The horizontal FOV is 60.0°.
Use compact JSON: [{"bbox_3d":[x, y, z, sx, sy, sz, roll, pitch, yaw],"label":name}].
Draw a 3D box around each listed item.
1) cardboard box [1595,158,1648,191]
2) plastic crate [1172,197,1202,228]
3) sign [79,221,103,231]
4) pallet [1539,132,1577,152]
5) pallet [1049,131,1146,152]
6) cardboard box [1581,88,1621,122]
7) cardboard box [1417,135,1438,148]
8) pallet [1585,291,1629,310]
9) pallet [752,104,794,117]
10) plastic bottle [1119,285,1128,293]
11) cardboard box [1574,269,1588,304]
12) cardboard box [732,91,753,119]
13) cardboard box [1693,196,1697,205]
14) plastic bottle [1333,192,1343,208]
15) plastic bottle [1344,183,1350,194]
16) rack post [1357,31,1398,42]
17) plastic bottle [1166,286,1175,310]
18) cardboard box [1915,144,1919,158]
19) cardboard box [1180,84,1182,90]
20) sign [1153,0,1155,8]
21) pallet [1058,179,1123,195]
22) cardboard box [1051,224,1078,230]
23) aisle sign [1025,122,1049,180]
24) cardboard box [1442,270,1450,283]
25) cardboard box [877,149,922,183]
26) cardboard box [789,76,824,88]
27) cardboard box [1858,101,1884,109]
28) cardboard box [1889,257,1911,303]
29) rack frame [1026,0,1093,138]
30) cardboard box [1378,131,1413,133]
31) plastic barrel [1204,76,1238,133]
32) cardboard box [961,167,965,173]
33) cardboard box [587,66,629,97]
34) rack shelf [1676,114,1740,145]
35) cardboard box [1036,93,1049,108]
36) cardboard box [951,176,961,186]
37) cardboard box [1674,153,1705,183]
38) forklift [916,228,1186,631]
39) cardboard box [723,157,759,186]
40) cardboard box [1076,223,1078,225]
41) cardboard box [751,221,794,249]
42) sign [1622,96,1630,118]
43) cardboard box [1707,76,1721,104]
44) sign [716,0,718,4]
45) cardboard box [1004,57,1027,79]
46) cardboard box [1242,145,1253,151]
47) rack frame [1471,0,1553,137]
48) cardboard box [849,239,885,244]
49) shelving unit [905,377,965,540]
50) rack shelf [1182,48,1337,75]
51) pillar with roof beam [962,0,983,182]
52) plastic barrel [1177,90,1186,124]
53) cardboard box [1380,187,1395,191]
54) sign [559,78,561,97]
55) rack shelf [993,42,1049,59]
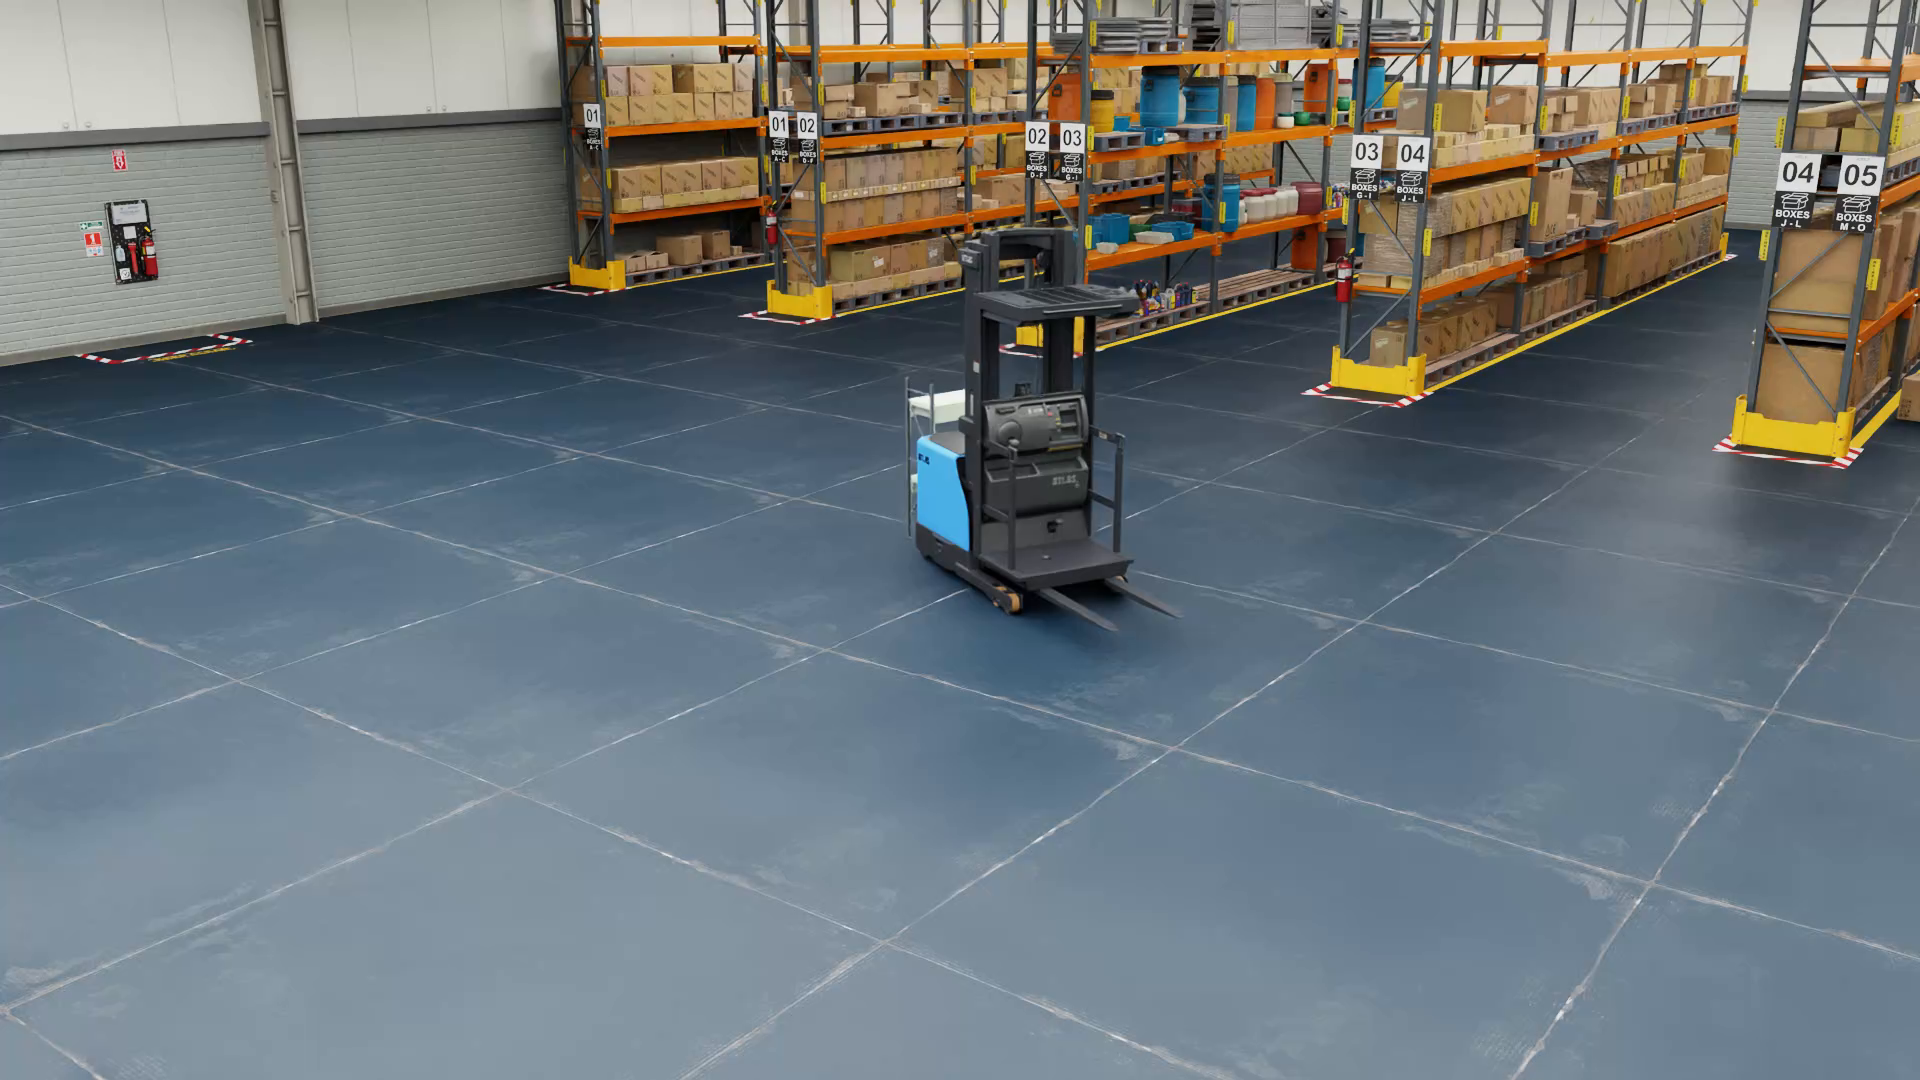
[{"bbox_3d":[11.355,-6.294,28.601,0.797,0.503,0.637,13,22,36],"label":"cardboard box"},{"bbox_3d":[3.803,-5.403,27.483,0.402,0.464,0.583,12,21,35],"label":"plastic crate"},{"bbox_3d":[-12.338,-4.466,23.619,0.001,0.109,0.331,12,21,35],"label":"sign"},{"bbox_3d":[8.191,-5.799,24.125,1.213,0.211,1.003,12,21,35],"label":"pallet"},{"bbox_3d":[1.948,-5.772,24.041,1.003,0.211,1.213,12,21,35],"label":"pallet"},{"bbox_3d":[10.038,-6.842,26.155,0.500,0.500,0.500,13,22,36],"label":"cardboard box"},{"bbox_3d":[5.704,-4.951,20.659,0.380,0.149,0.250,12,21,34],"label":"cardboard box"},{"bbox_3d":[10.652,-4.123,28.172,1.003,0.211,1.213,12,21,35],"label":"pallet"},{"bbox_3d":[-3.743,-8.425,32.580,1.213,0.211,1.003,12,21,35],"label":"pallet"},{"bbox_3d":[2.580,-3.883,26.421,0.144,0.351,0.185,12,21,34],"label":"plastic bottle"},{"bbox_3d":[9.738,-4.134,26.977,0.700,0.500,0.500,11,20,32],"label":"cardboard box"},{"bbox_3d":[-4.300,-8.279,31.592,0.500,0.500,0.500,13,22,36],"label":"cardboard box"},{"bbox_3d":[13.569,-6.374,31.142,0.380,0.149,0.250,12,21,34],"label":"cardboard box"},{"bbox_3d":[6.937,-6.253,30.536,0.152,0.276,0.135,12,21,35],"label":"plastic bottle"},{"bbox_3d":[7.516,-6.759,32.166,0.152,0.276,0.135,12,21,35],"label":"plastic bottle"},{"bbox_3d":[7.423,-9.230,30.643,0.937,0.300,0.954,15,23,40],"label":"rack post"},{"bbox_3d":[3.301,-3.821,26.222,0.144,0.351,0.185,12,21,34],"label":"plastic bottle"},{"bbox_3d":[10.792,-4.481,19.112,0.380,0.149,0.250,12,21,35],"label":"cardboard box"},{"bbox_3d":[5.040,-9.656,35.639,0.500,0.250,0.500,12,21,35],"label":"cardboard box"},{"bbox_3d":[4.126,-11.434,35.187,0.100,0.325,0.005,12,21,35],"label":"sign"},{"bbox_3d":[2.515,-7.114,33.425,1.213,0.211,1.003,12,21,35],"label":"pallet"},{"bbox_3d":[2.053,-6.019,32.557,0.500,0.311,0.500,13,22,36],"label":"cardboard box"},{"bbox_3d":[1.096,-5.527,23.608,0.394,0.787,0.004,12,21,35],"label":"aisle sign"},{"bbox_3d":[6.174,-3.457,21.749,0.380,0.149,0.250,12,21,35],"label":"cardboard box"},{"bbox_3d":[-1.074,-6.400,28.446,0.700,0.500,0.500,12,21,35],"label":"cardboard box"},{"bbox_3d":[-3.071,-9.044,33.382,0.500,0.500,0.500,12,21,33],"label":"cardboard box"},{"bbox_3d":[11.171,-5.342,20.540,0.380,0.149,0.250,13,21,35],"label":"cardboard box"},{"bbox_3d":[11.141,-3.274,20.482,0.875,0.550,0.550,12,21,35],"label":"cardboard box"},{"bbox_3d":[1.377,-7.115,22.990,1.000,3.000,0.127,12,21,35],"label":"rack frame"},{"bbox_3d":[5.594,-5.174,21.375,0.380,0.149,0.250,11,21,32],"label":"cardboard box"},{"bbox_3d":[4.279,-7.190,27.443,0.600,0.901,0.600,0,17,0],"label":"plastic barrel"},{"bbox_3d":[-0.035,-8.380,37.569,0.380,0.149,0.250,12,21,35],"label":"cardboard box"},{"bbox_3d":[-6.155,-8.017,29.063,0.500,0.500,0.500,11,20,31],"label":"cardboard box"},{"bbox_3d":[13.696,-7.799,31.460,1.077,0.370,4.000,12,21,35],"label":"rack shelf"},{"bbox_3d":[1.645,-8.347,31.559,0.500,0.250,0.500,13,22,36],"label":"cardboard box"},{"bbox_3d":[-0.206,-6.334,29.327,0.380,0.149,0.250,12,21,35],"label":"cardboard box"},{"bbox_3d":[13.601,-6.971,31.128,0.500,0.500,0.500,12,21,33],"label":"cardboard box"},{"bbox_3d":[0.728,-0.959,13.395,1.130,2.935,3.031,-9,19,-26],"label":"forklift"},{"bbox_3d":[-4.229,-7.083,31.954,0.500,0.500,0.500,12,21,35],"label":"cardboard box"},{"bbox_3d":[2.669,-6.106,33.329,0.500,0.500,0.500,14,22,37],"label":"cardboard box"},{"bbox_3d":[-3.771,-6.148,33.464,0.700,0.500,0.500,13,22,37],"label":"cardboard box"},{"bbox_3d":[10.556,-6.864,26.365,0.100,0.325,0.005,12,21,35],"label":"sign"},{"bbox_3d":[14.189,-8.669,32.003,0.700,0.500,0.500,12,21,33],"label":"cardboard box"},{"bbox_3d":[-4.645,-10.437,31.844,0.100,0.325,0.005,12,21,35],"label":"sign"},{"bbox_3d":[1.221,-10.947,38.497,0.500,0.500,0.500,12,21,34],"label":"cardboard box"},{"bbox_3d":[6.285,-9.063,37.523,0.500,0.500,0.500,13,22,36],"label":"cardboard box"},{"bbox_3d":[7.738,-7.193,23.239,1.000,3.000,0.127,12,21,35],"label":"rack frame"},{"bbox_3d":[-1.635,-4.912,28.674,0.500,0.500,0.500,12,21,35],"label":"cardboard box"},{"bbox_3d":[-0.070,-0.762,15.176,0.755,1.500,0.431,-13,21,-36],"label":"shelving unit"},{"bbox_3d":[4.952,-8.010,27.757,1.077,0.370,4.000,12,21,35],"label":"rack shelf"},{"bbox_3d":[3.750,-11.283,36.410,9.100,9.000,0.400,12,21,35],"label":"pillar with roof beam"},{"bbox_3d":[3.346,-6.822,26.205,0.421,0.512,0.421,0,17,0],"label":"plastic barrel"},{"bbox_3d":[5.777,-4.337,21.803,0.500,0.500,0.500,12,21,35],"label":"cardboard box"},{"bbox_3d":[-7.013,-7.959,29.272,0.100,0.325,0.005,12,21,35],"label":"sign"},{"bbox_3d":[1.762,-11.666,39.531,1.077,0.370,4.000,12,21,35],"label":"rack shelf"}]
